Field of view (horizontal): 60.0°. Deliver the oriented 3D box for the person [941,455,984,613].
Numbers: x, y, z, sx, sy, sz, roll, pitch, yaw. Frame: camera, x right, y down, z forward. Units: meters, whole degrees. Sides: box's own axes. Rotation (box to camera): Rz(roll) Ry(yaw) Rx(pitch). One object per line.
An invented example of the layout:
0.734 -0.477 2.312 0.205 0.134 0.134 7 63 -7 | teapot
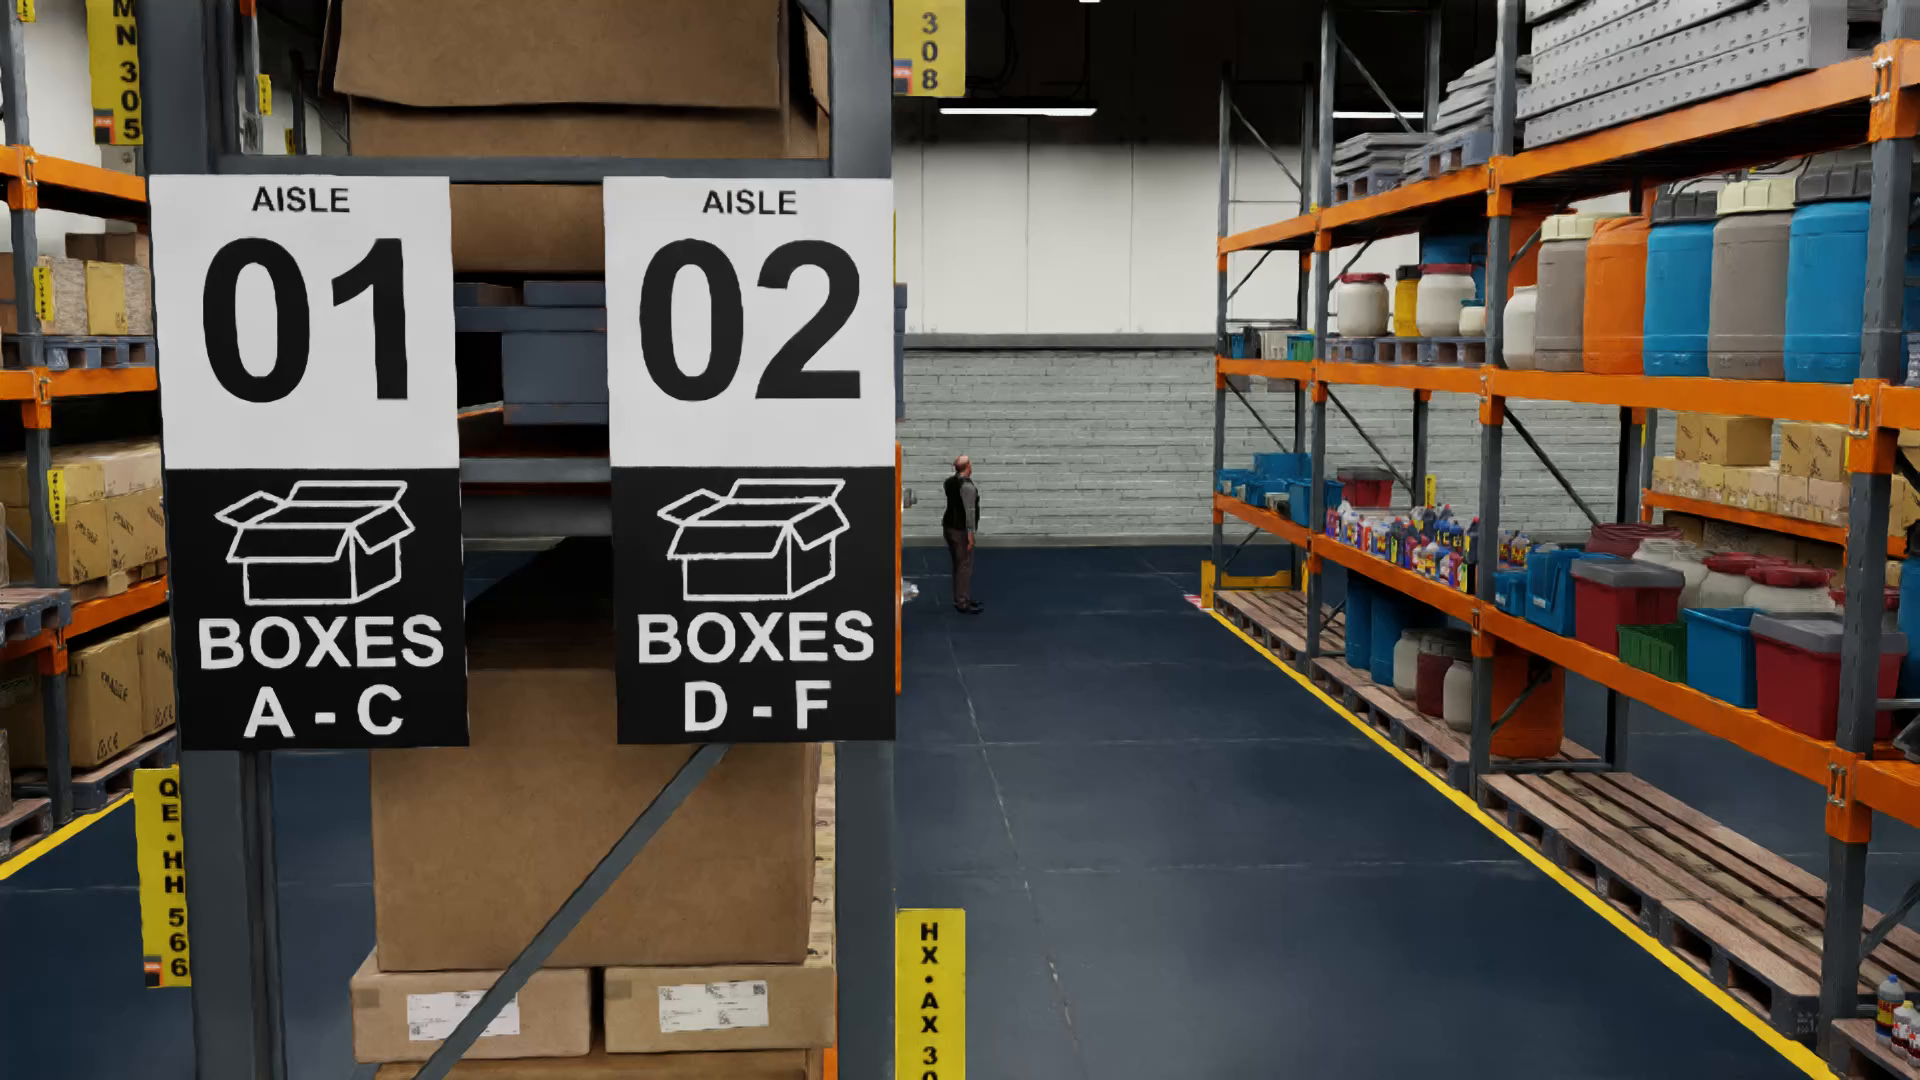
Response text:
0.071 -0.077 18.296 0.475 1.726 0.559 -4 8 -28 | person
